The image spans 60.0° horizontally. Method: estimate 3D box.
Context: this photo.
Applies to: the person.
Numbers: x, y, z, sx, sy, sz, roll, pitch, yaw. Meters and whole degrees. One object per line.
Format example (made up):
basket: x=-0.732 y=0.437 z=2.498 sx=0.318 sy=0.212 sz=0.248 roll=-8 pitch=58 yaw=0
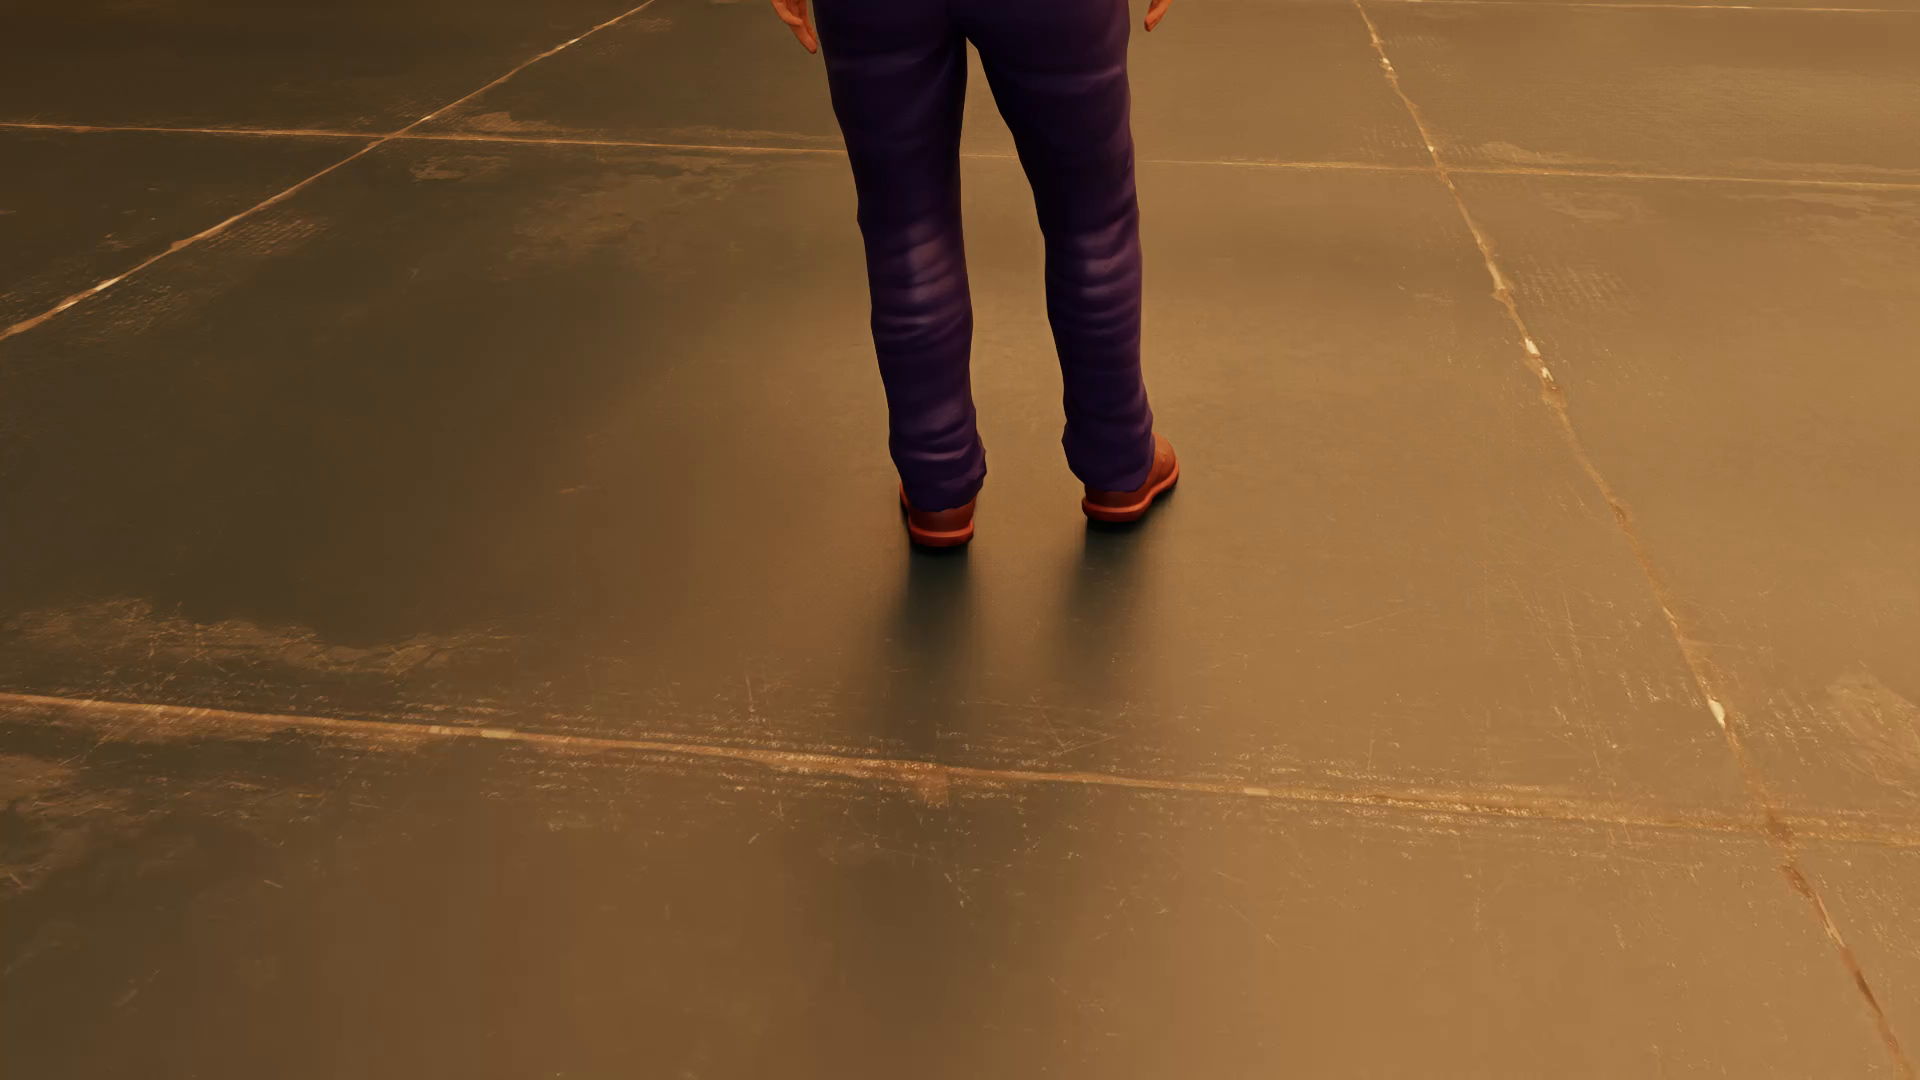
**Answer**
person: x=0.035 y=-0.783 z=2.205 sx=0.598 sy=1.651 sz=0.503 roll=3 pitch=27 yaw=7
